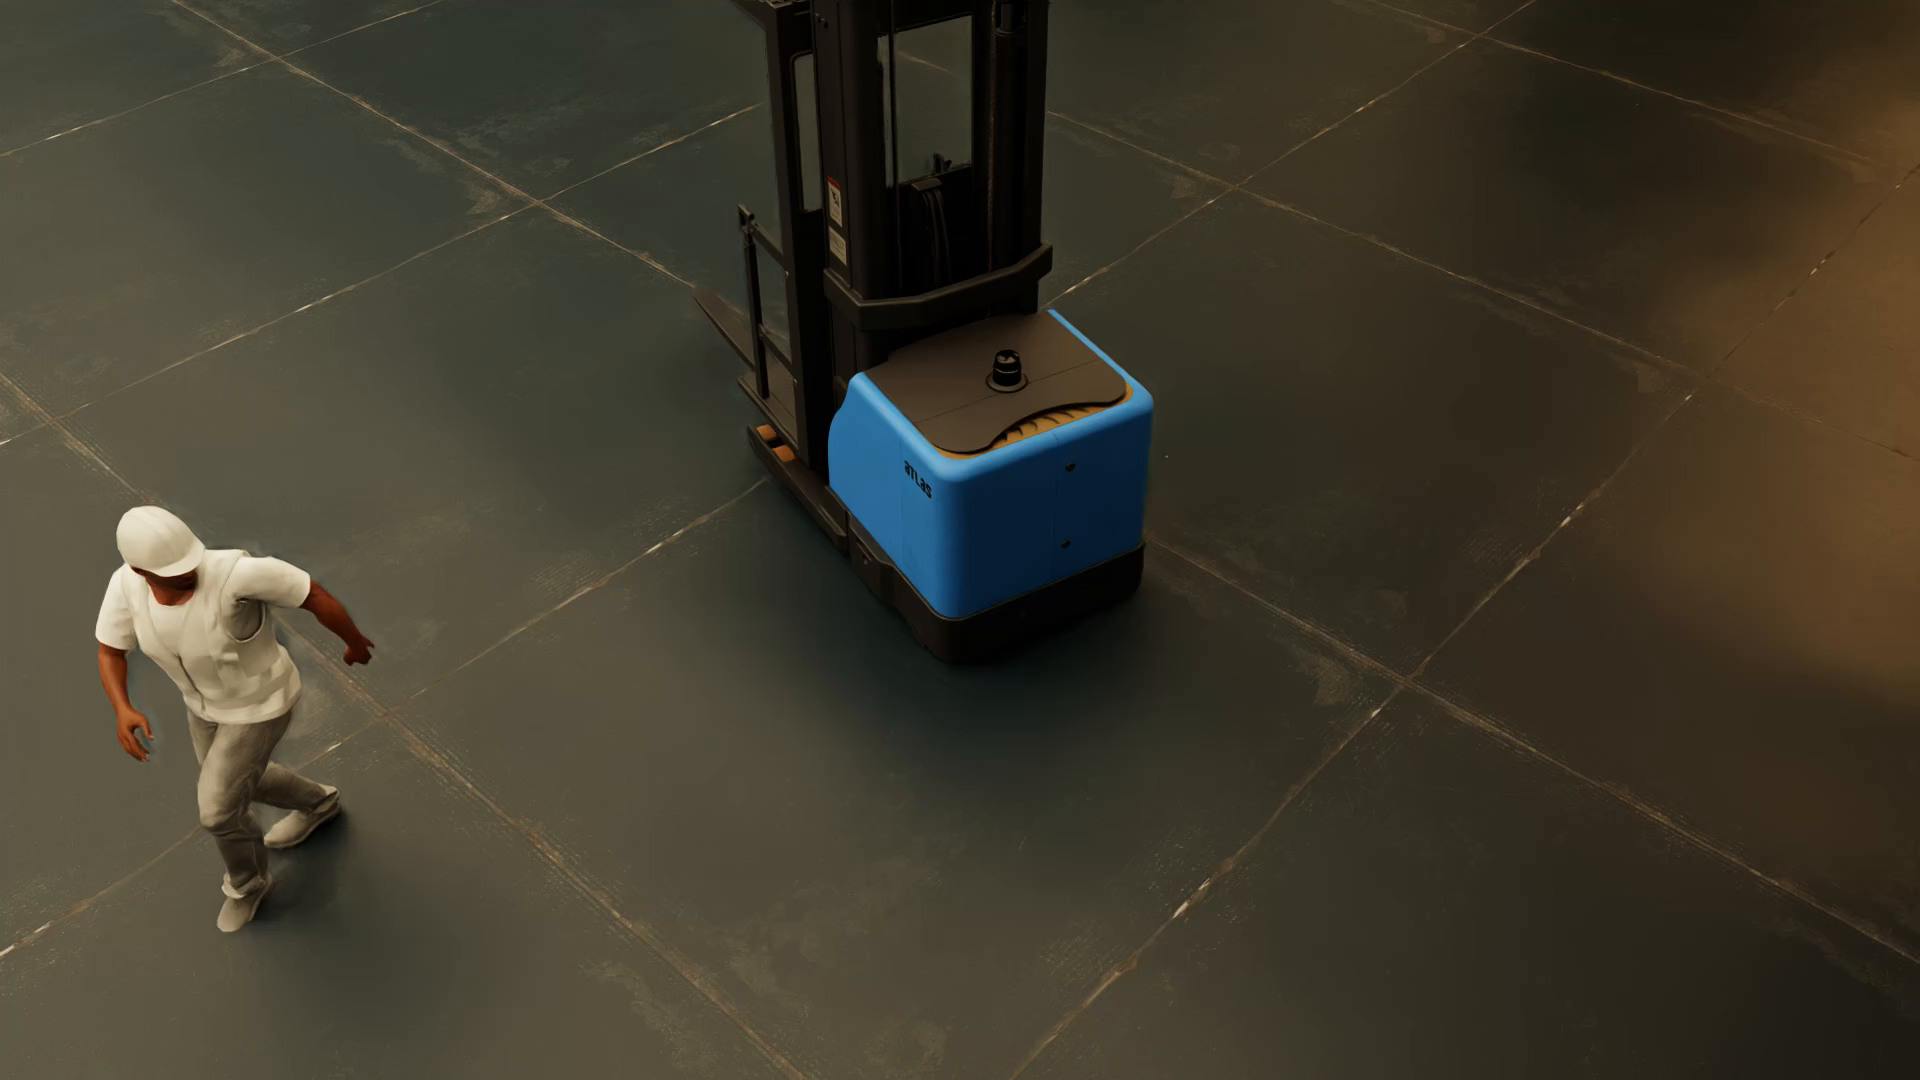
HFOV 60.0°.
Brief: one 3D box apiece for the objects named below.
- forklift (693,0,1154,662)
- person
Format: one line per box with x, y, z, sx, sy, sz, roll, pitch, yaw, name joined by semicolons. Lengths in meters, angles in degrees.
-0.375;-1.543;7.226;1.130;2.935;3.031;-21;45;-23;forklift
-2.529;0.554;5.773;0.628;1.760;0.866;21;45;22;person
